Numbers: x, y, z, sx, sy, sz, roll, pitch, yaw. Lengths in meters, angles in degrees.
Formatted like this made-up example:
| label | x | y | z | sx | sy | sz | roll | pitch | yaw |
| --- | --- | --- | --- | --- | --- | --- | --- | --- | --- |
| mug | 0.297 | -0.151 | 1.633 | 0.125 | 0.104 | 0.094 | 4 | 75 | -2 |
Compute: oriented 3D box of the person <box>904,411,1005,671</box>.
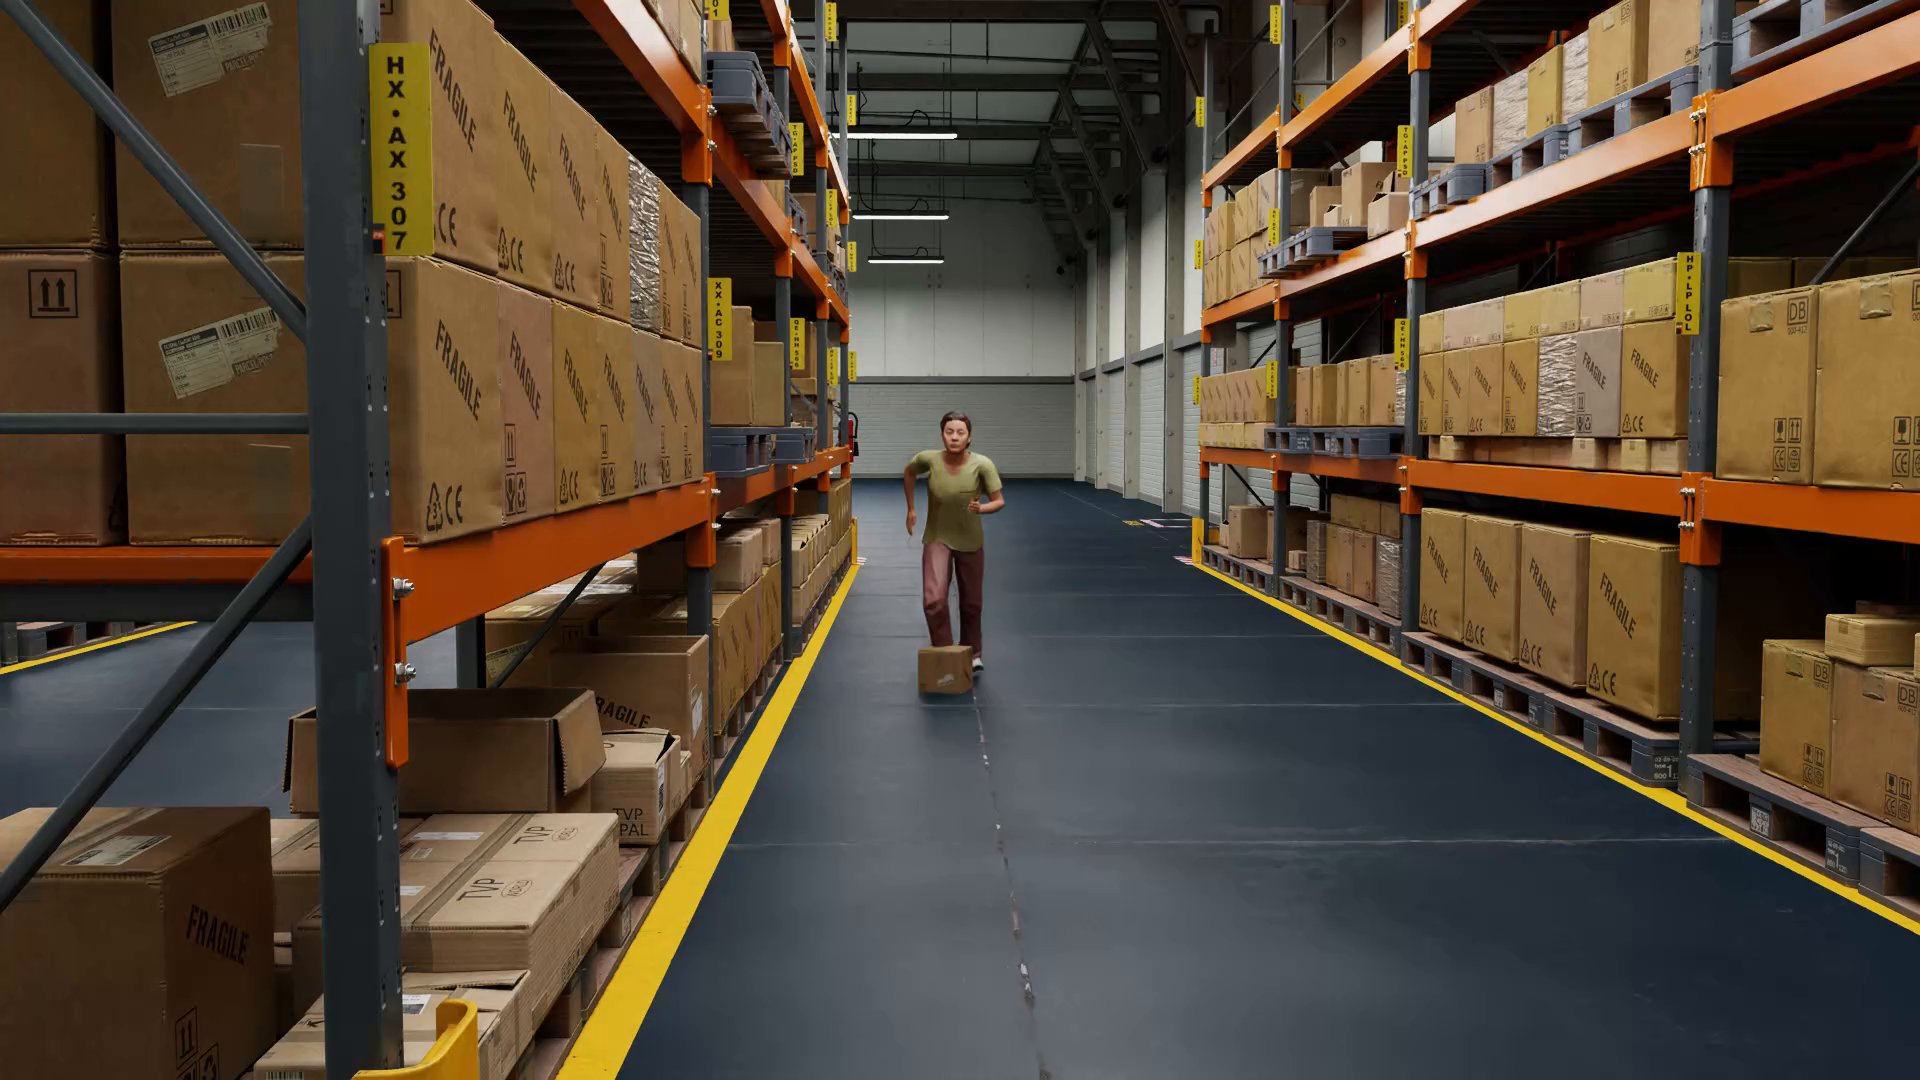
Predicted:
| label | x | y | z | sx | sy | sz | roll | pitch | yaw |
| --- | --- | --- | --- | --- | --- | --- | --- | --- | --- |
| person | -0.037 | 0.049 | 9.750 | 0.571 | 1.600 | 0.913 | 0 | 4 | -5 |
